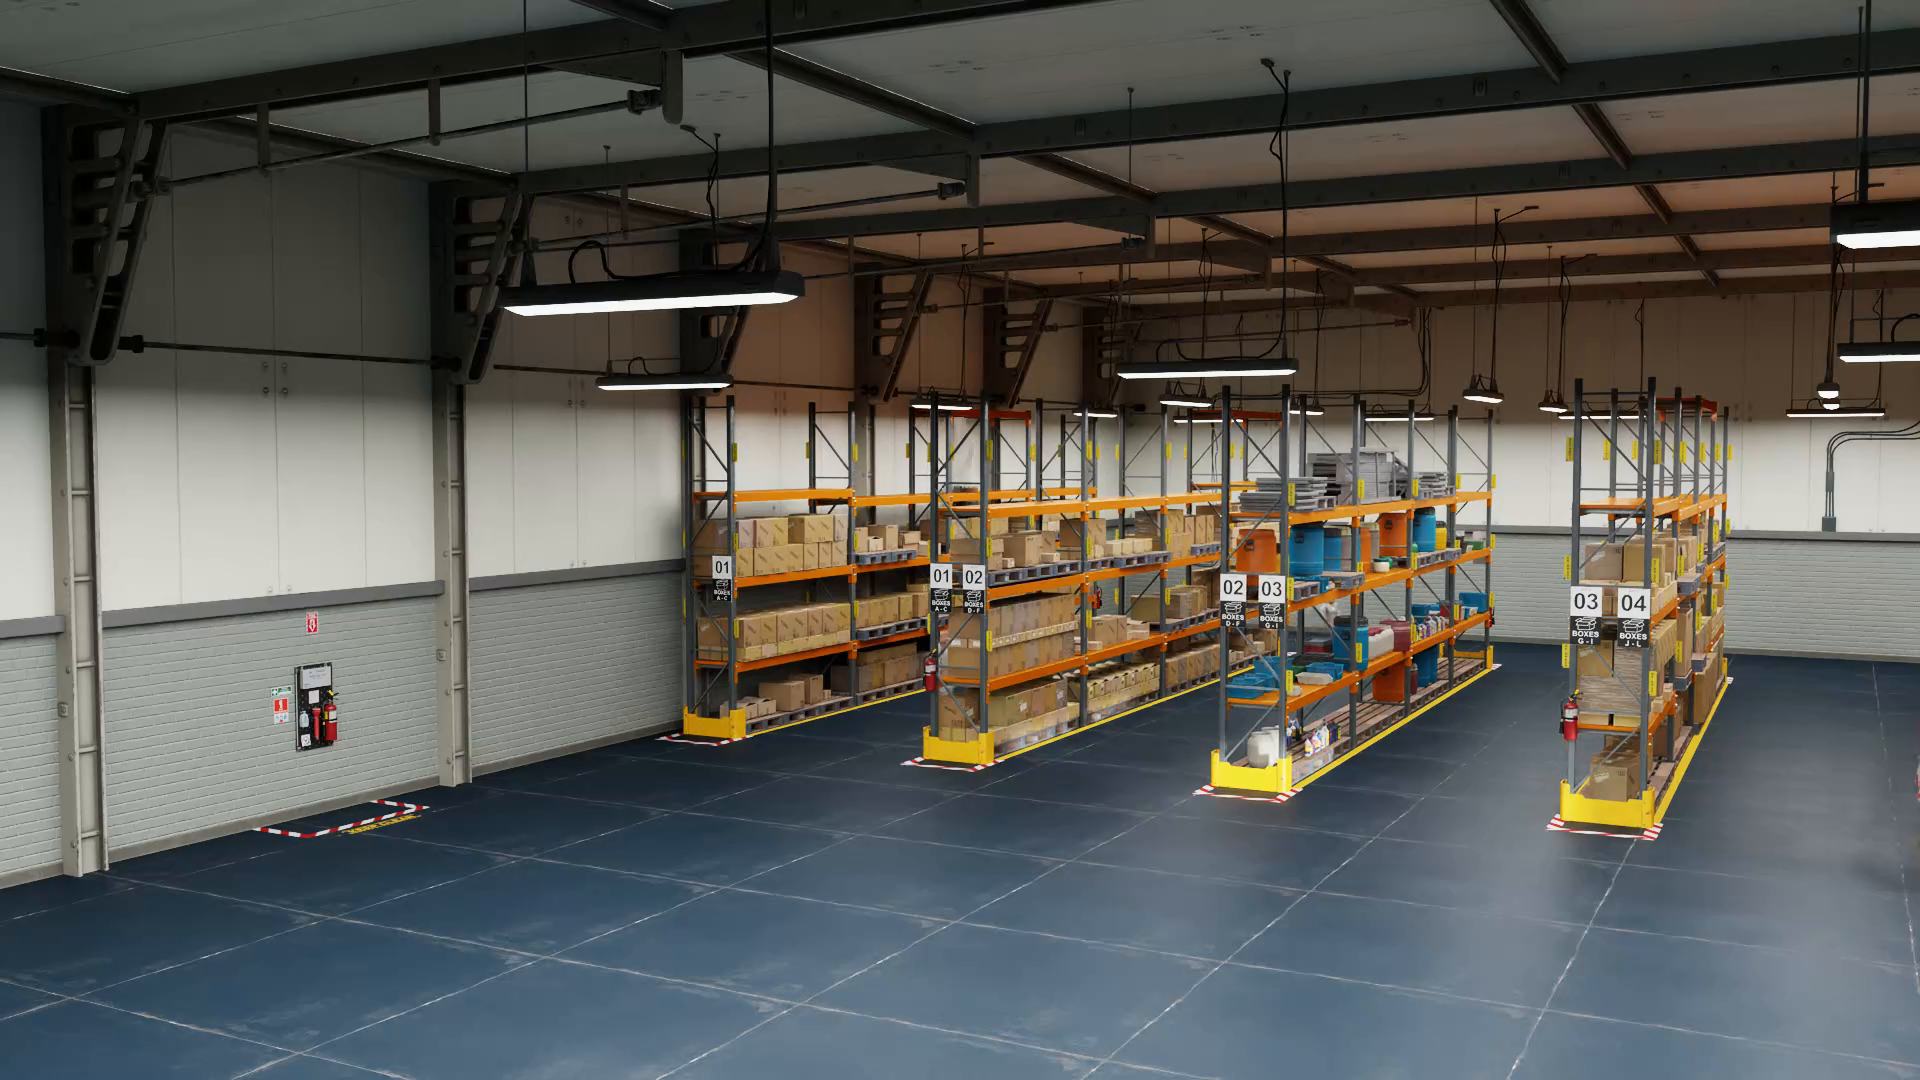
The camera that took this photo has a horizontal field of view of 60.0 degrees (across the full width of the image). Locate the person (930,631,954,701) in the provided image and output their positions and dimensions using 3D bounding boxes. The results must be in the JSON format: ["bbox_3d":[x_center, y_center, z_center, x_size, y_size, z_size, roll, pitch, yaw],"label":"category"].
[{"bbox_3d":[-0.320,2.532,30.357,0.692,1.747,0.648,2,4,32],"label":"person"}]

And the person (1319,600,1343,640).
[{"bbox_3d":[9.059,2.081,40.503,0.568,1.591,0.773,-1,3,-19],"label":"person"}]
